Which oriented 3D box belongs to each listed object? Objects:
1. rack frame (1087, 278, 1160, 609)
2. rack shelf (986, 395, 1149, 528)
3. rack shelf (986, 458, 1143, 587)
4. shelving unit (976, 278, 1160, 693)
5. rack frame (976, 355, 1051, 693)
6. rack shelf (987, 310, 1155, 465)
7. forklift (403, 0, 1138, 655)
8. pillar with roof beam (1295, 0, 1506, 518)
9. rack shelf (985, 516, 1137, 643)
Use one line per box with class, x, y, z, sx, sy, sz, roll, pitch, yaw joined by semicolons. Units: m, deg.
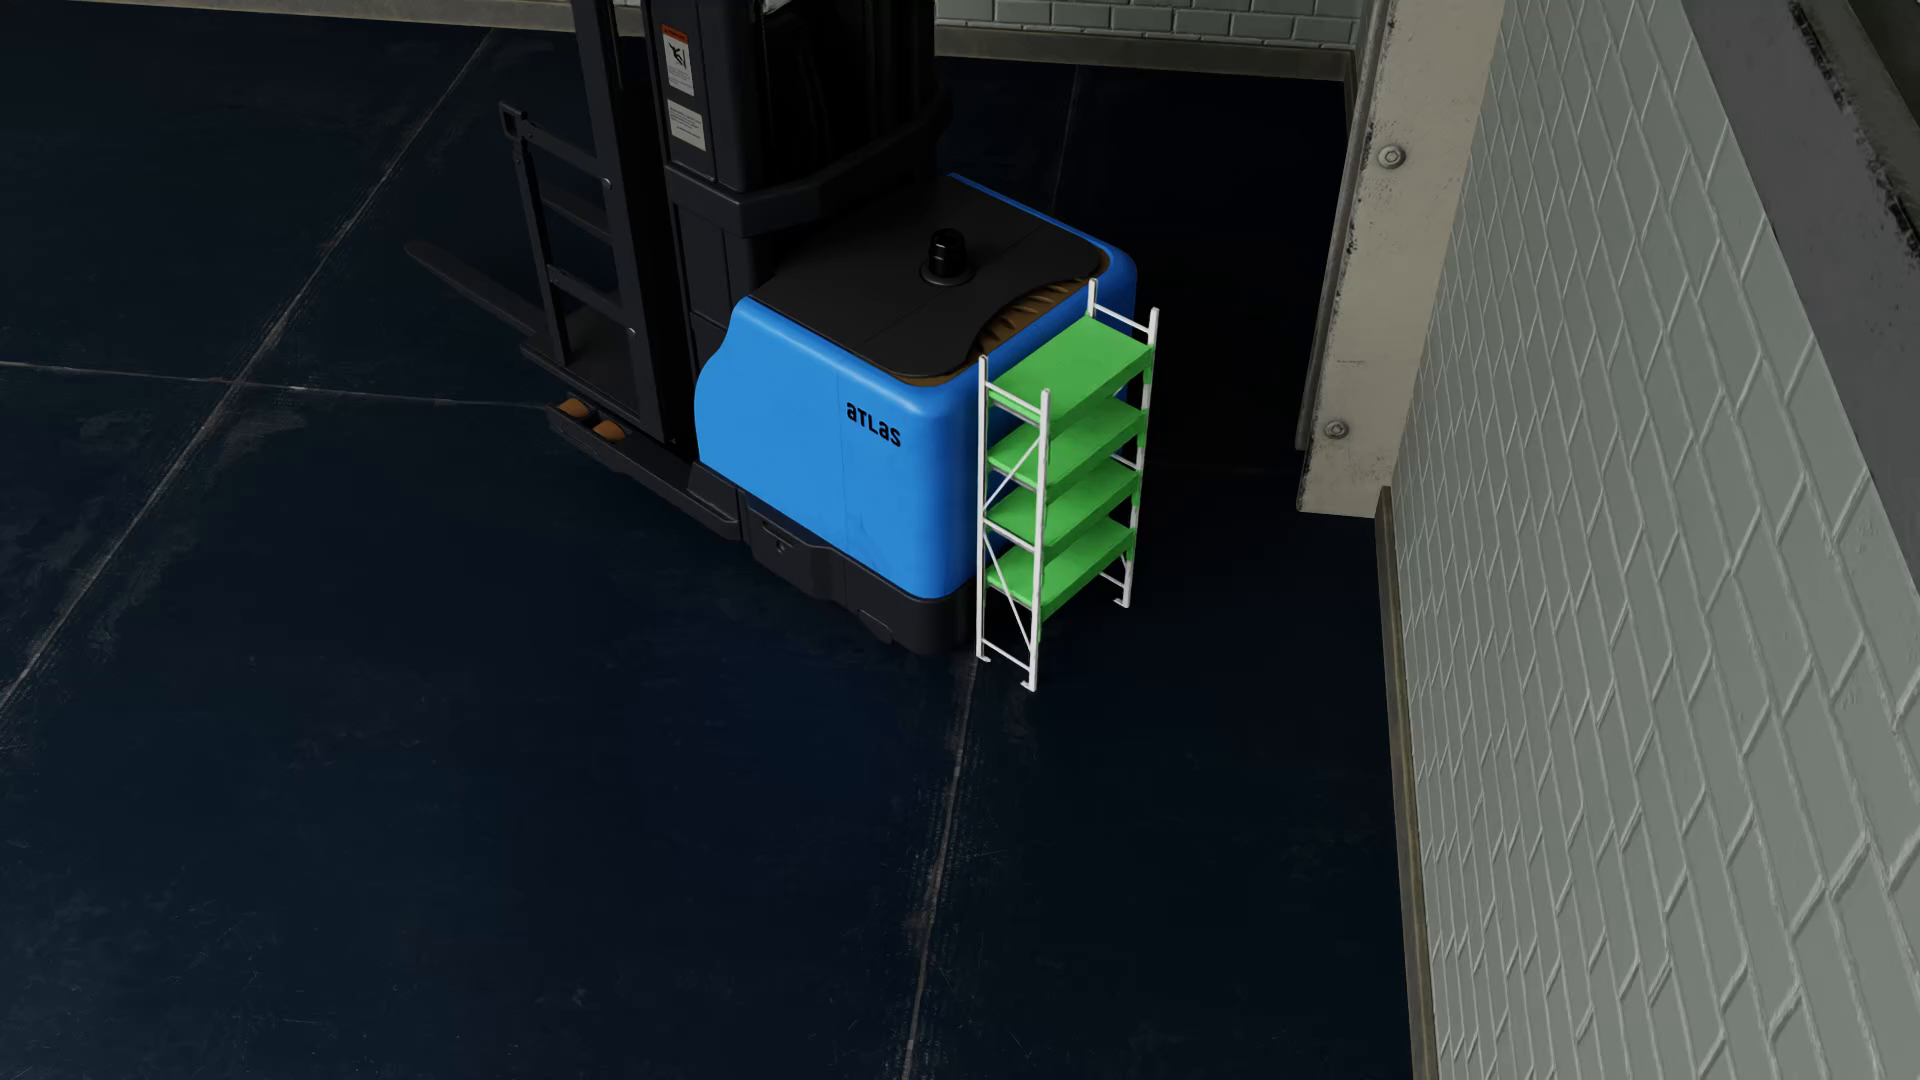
rack frame;0.468;-0.265;5.157;0.240;1.200;0.015;31;52;29
rack shelf;0.308;-0.267;4.903;0.258;0.148;0.480;31;52;29
rack shelf;0.308;-0.093;5.068;0.258;0.148;0.480;31;52;29
shelving unit;0.308;-0.139;5.024;0.258;1.200;0.503;31;52;29
rack frame;0.147;-0.013;4.890;0.240;1.200;0.015;31;52;29
rack shelf;0.308;-0.441;4.738;0.258;0.148;0.480;31;52;29
forklift;-0.877;-1.573;5.279;3.031;2.935;1.130;31;51;29
pillar with roof beam;-2.903;-3.882;3.305;9.100;9.000;0.400;5;44;6
rack shelf;0.308;0.082;5.233;0.258;0.148;0.480;31;52;29
